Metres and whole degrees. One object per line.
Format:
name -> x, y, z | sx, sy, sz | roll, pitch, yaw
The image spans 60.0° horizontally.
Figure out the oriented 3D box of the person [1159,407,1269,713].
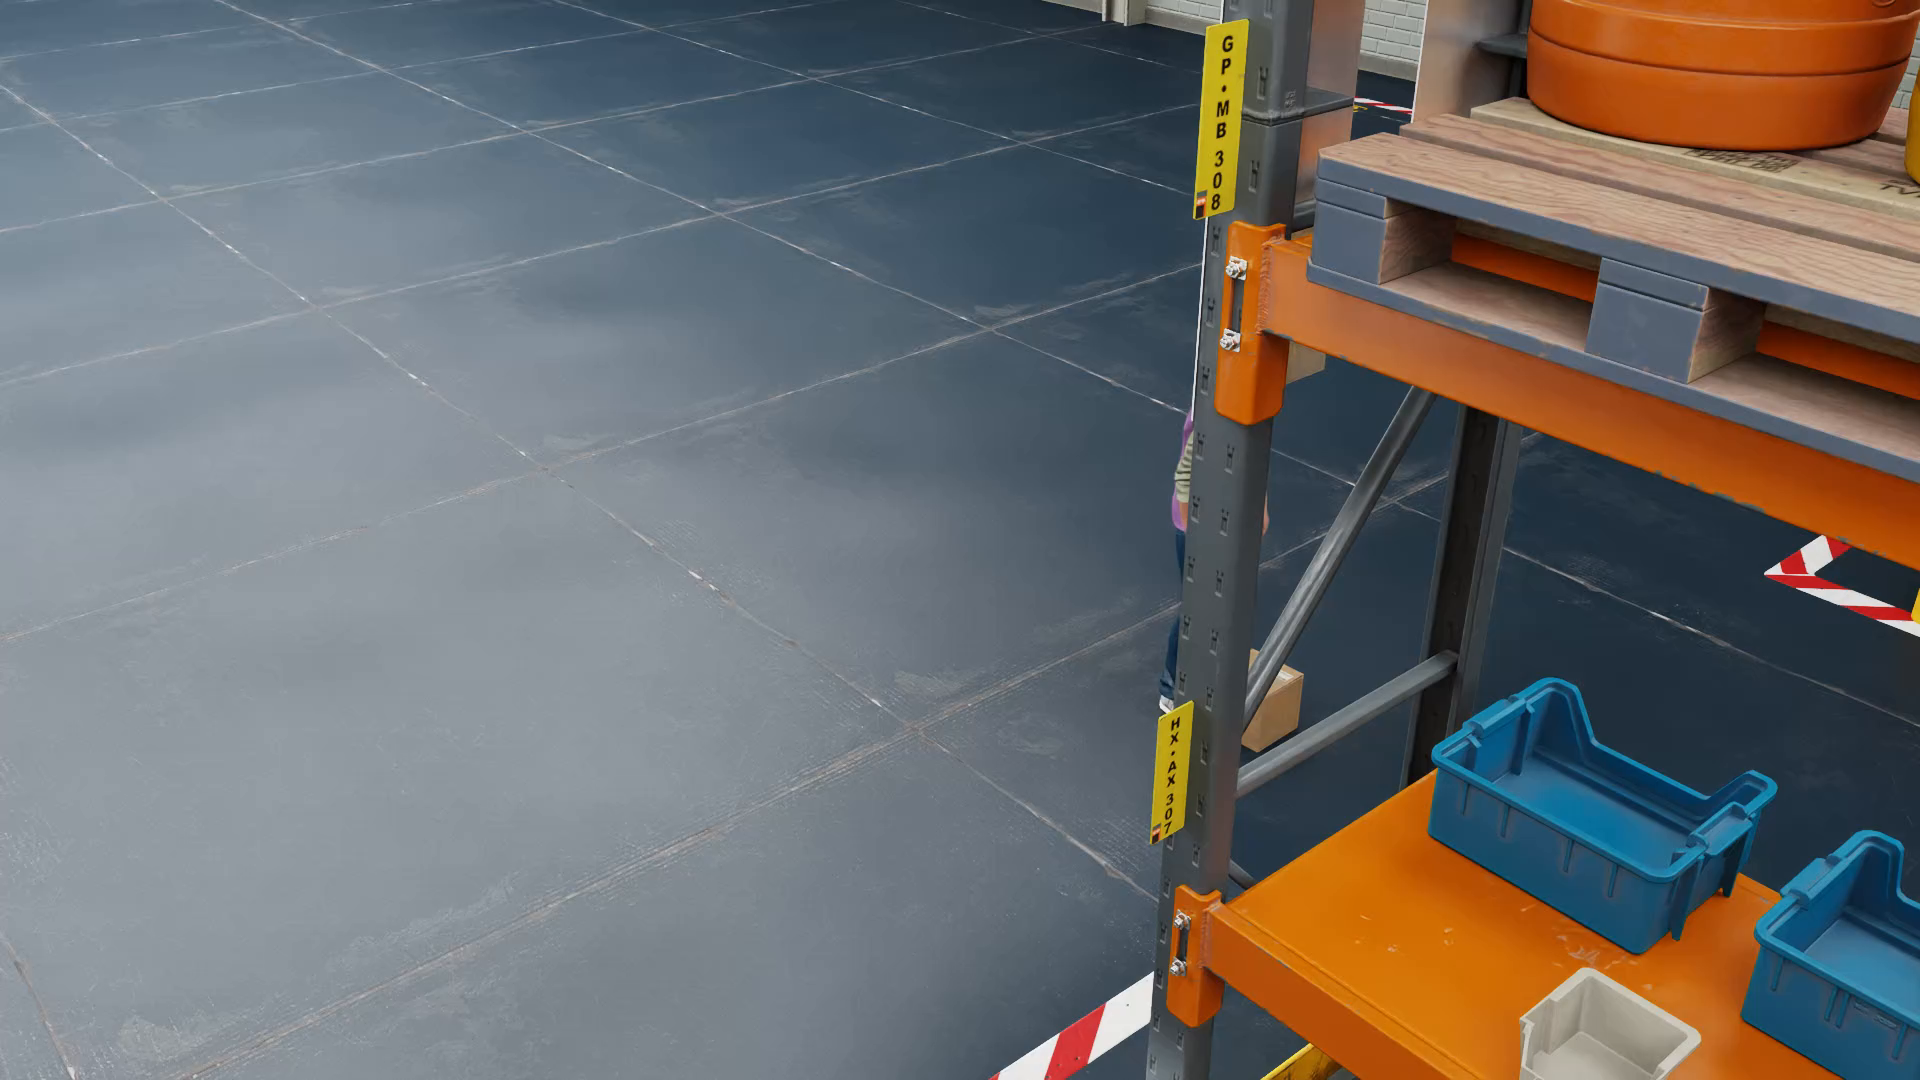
person -> 0.981, -0.055, 6.237 | 0.474, 1.592, 0.349 | -23, 36, -36
